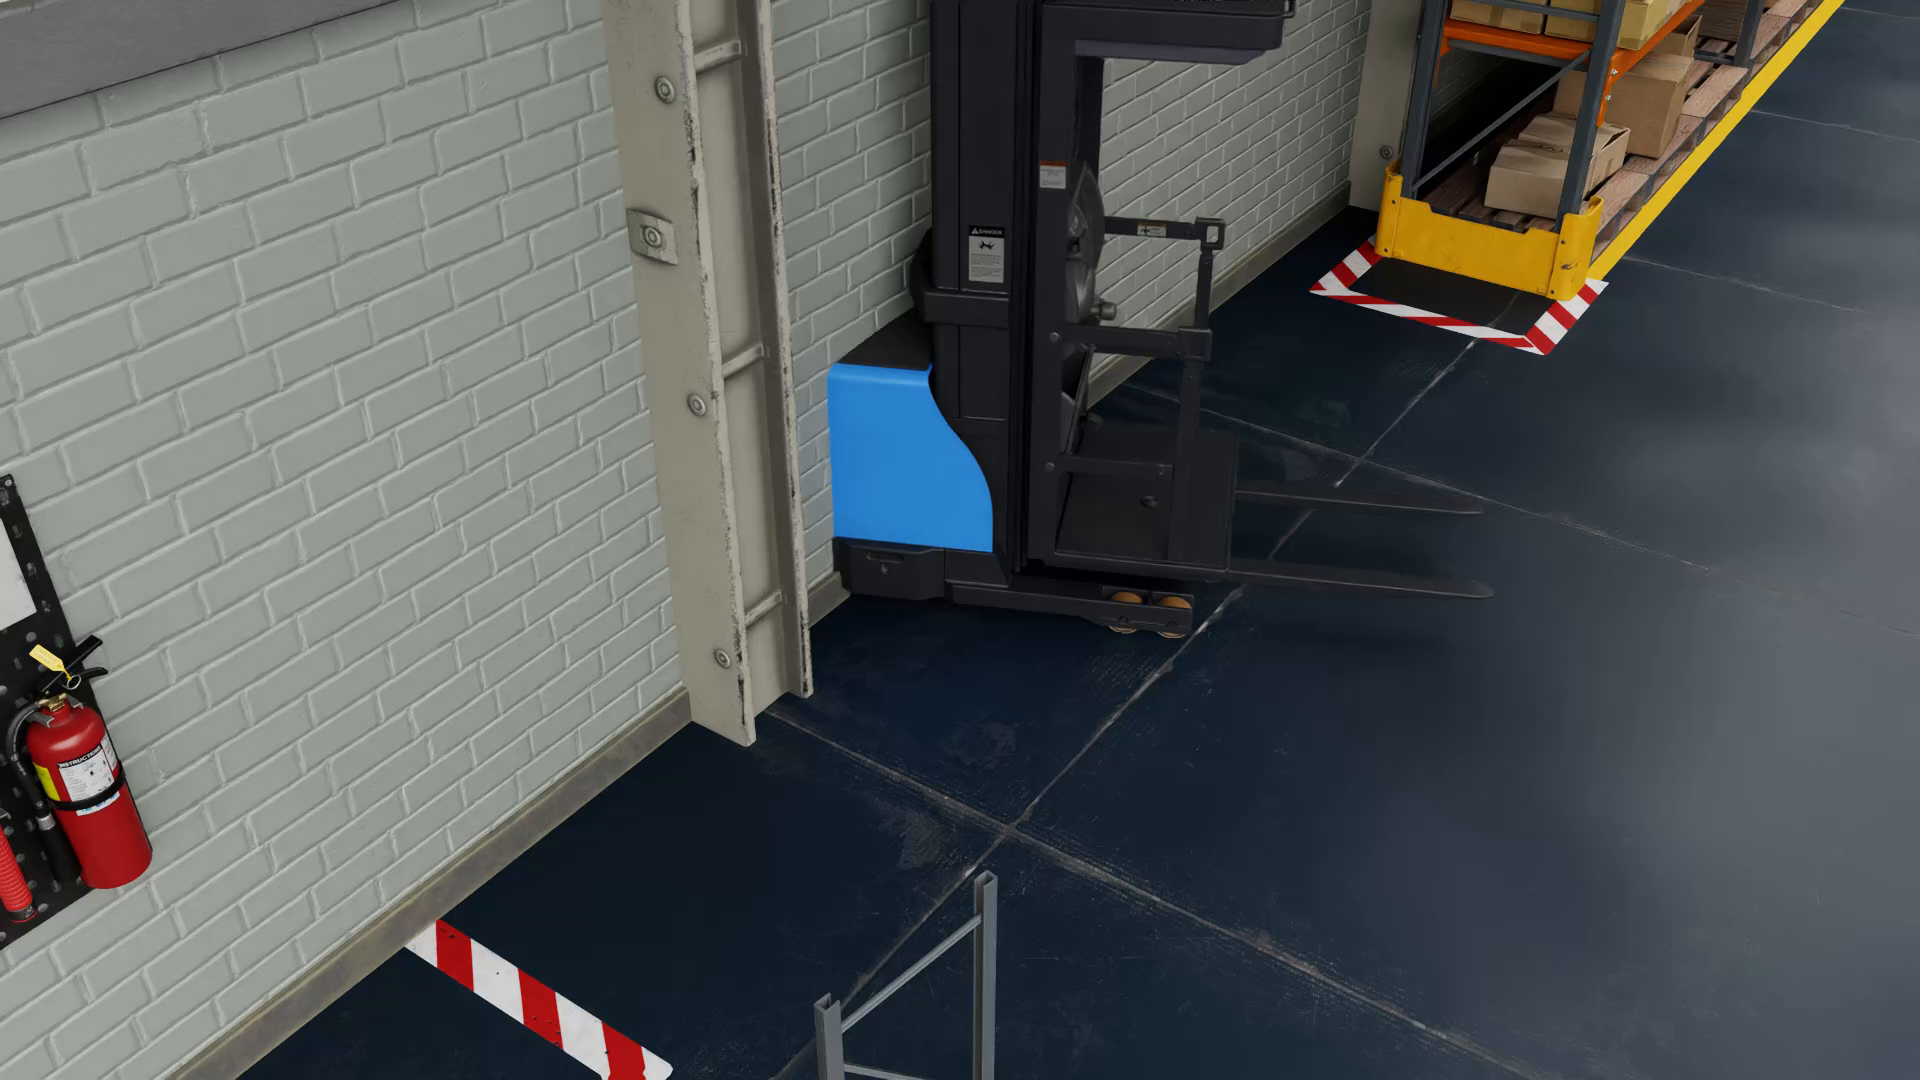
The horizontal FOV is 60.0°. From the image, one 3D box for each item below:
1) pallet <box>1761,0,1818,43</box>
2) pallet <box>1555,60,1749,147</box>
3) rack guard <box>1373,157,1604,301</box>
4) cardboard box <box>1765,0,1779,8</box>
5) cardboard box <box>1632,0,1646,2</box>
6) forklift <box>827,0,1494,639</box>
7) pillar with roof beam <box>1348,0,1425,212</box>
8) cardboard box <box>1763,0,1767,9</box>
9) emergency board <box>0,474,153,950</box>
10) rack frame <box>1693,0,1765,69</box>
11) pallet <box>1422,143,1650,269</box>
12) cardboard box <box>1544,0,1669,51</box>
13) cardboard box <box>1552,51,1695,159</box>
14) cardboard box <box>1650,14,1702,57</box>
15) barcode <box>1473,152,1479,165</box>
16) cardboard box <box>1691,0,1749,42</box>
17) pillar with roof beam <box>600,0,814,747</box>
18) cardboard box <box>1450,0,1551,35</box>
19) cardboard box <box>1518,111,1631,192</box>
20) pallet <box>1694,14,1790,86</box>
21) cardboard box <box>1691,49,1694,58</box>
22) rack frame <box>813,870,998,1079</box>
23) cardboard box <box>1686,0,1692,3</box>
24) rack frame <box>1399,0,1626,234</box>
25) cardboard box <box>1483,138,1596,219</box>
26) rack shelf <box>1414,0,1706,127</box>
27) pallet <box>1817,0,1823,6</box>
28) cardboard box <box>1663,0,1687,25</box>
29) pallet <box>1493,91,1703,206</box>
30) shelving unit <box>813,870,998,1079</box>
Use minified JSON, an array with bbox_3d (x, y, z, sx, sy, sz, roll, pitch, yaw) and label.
[{"bbox_3d":[6.354,-4.391,13.554,1.003,0.211,1.213,21,39,28],"label":"pallet"},{"bbox_3d":[4.862,-3.148,11.716,1.003,0.211,1.213,21,39,28],"label":"pallet"},{"bbox_3d":[2.978,-1.782,9.439,1.175,0.500,0.348,21,39,28],"label":"rack guard"},{"bbox_3d":[6.199,-4.590,13.198,0.700,0.500,0.500,22,40,29],"label":"cardboard box"},{"bbox_3d":[3.454,-3.163,8.696,0.500,0.500,0.500,21,39,28],"label":"cardboard box"},{"bbox_3d":[0.665,-1.142,6.323,3.031,2.935,1.130,6,35,9],"label":"forklift"},{"bbox_3d":[6.160,-4.491,5.858,9.100,9.000,0.400,21,39,28],"label":"pillar with roof beam"},{"bbox_3d":[5.875,-4.368,12.870,0.700,0.500,0.500,20,39,27],"label":"cardboard box"},{"bbox_3d":[-2.238,0.506,3.825,0.194,1.169,0.643,21,39,28],"label":"emergency board"},{"bbox_3d":[5.216,-4.623,11.409,1.000,3.000,0.127,21,39,28],"label":"rack frame"},{"bbox_3d":[3.471,-2.025,10.056,1.003,0.211,1.213,21,39,28],"label":"pallet"},{"bbox_3d":[3.474,-2.852,8.905,0.500,0.250,0.500,20,39,27],"label":"cardboard box"},{"bbox_3d":[4.188,-2.803,10.555,0.700,0.500,0.500,19,38,25],"label":"cardboard box"},{"bbox_3d":[4.657,-3.279,11.260,0.500,0.500,0.500,18,38,25],"label":"cardboard box"},{"bbox_3d":[3.085,-2.280,9.944,0.001,0.075,0.075,21,39,28],"label":"barcode"},{"bbox_3d":[5.622,-4.114,12.494,0.700,0.500,0.500,23,40,30],"label":"cardboard box"},{"bbox_3d":[2.739,-1.730,1.775,9.100,9.000,0.400,21,39,28],"label":"pillar with roof beam"},{"bbox_3d":[3.042,-3.005,9.133,0.500,0.250,0.500,22,40,29],"label":"cardboard box"},{"bbox_3d":[3.729,-2.403,10.133,0.500,0.311,0.500,25,41,32],"label":"cardboard box"},{"bbox_3d":[5.659,-3.827,12.720,1.003,0.211,1.213,21,39,28],"label":"pallet"},{"bbox_3d":[4.935,-3.376,11.701,0.380,0.166,0.250,16,37,22],"label":"cardboard box"},{"bbox_3d":[-0.103,1.430,3.797,0.032,1.500,0.500,28,43,35],"label":"rack frame"},{"bbox_3d":[4.054,-3.328,9.609,0.500,0.250,0.500,21,39,27],"label":"cardboard box"},{"bbox_3d":[2.935,-2.782,8.687,1.000,3.000,0.127,21,39,28],"label":"rack frame"},{"bbox_3d":[3.404,-2.140,9.745,0.500,0.311,0.500,17,37,23],"label":"cardboard box"},{"bbox_3d":[4.075,-3.405,10.249,1.077,0.370,4.000,21,39,28],"label":"rack shelf"},{"bbox_3d":[7.050,-4.950,14.381,1.003,0.211,1.213,21,39,28],"label":"pallet"},{"bbox_3d":[3.759,-3.095,9.265,0.500,0.250,0.500,20,39,27],"label":"cardboard box"},{"bbox_3d":[4.167,-2.584,10.882,1.003,0.211,1.213,21,39,28],"label":"pallet"},{"bbox_3d":[0.260,1.622,3.513,1.083,1.500,0.587,28,43,35],"label":"shelving unit"}]
